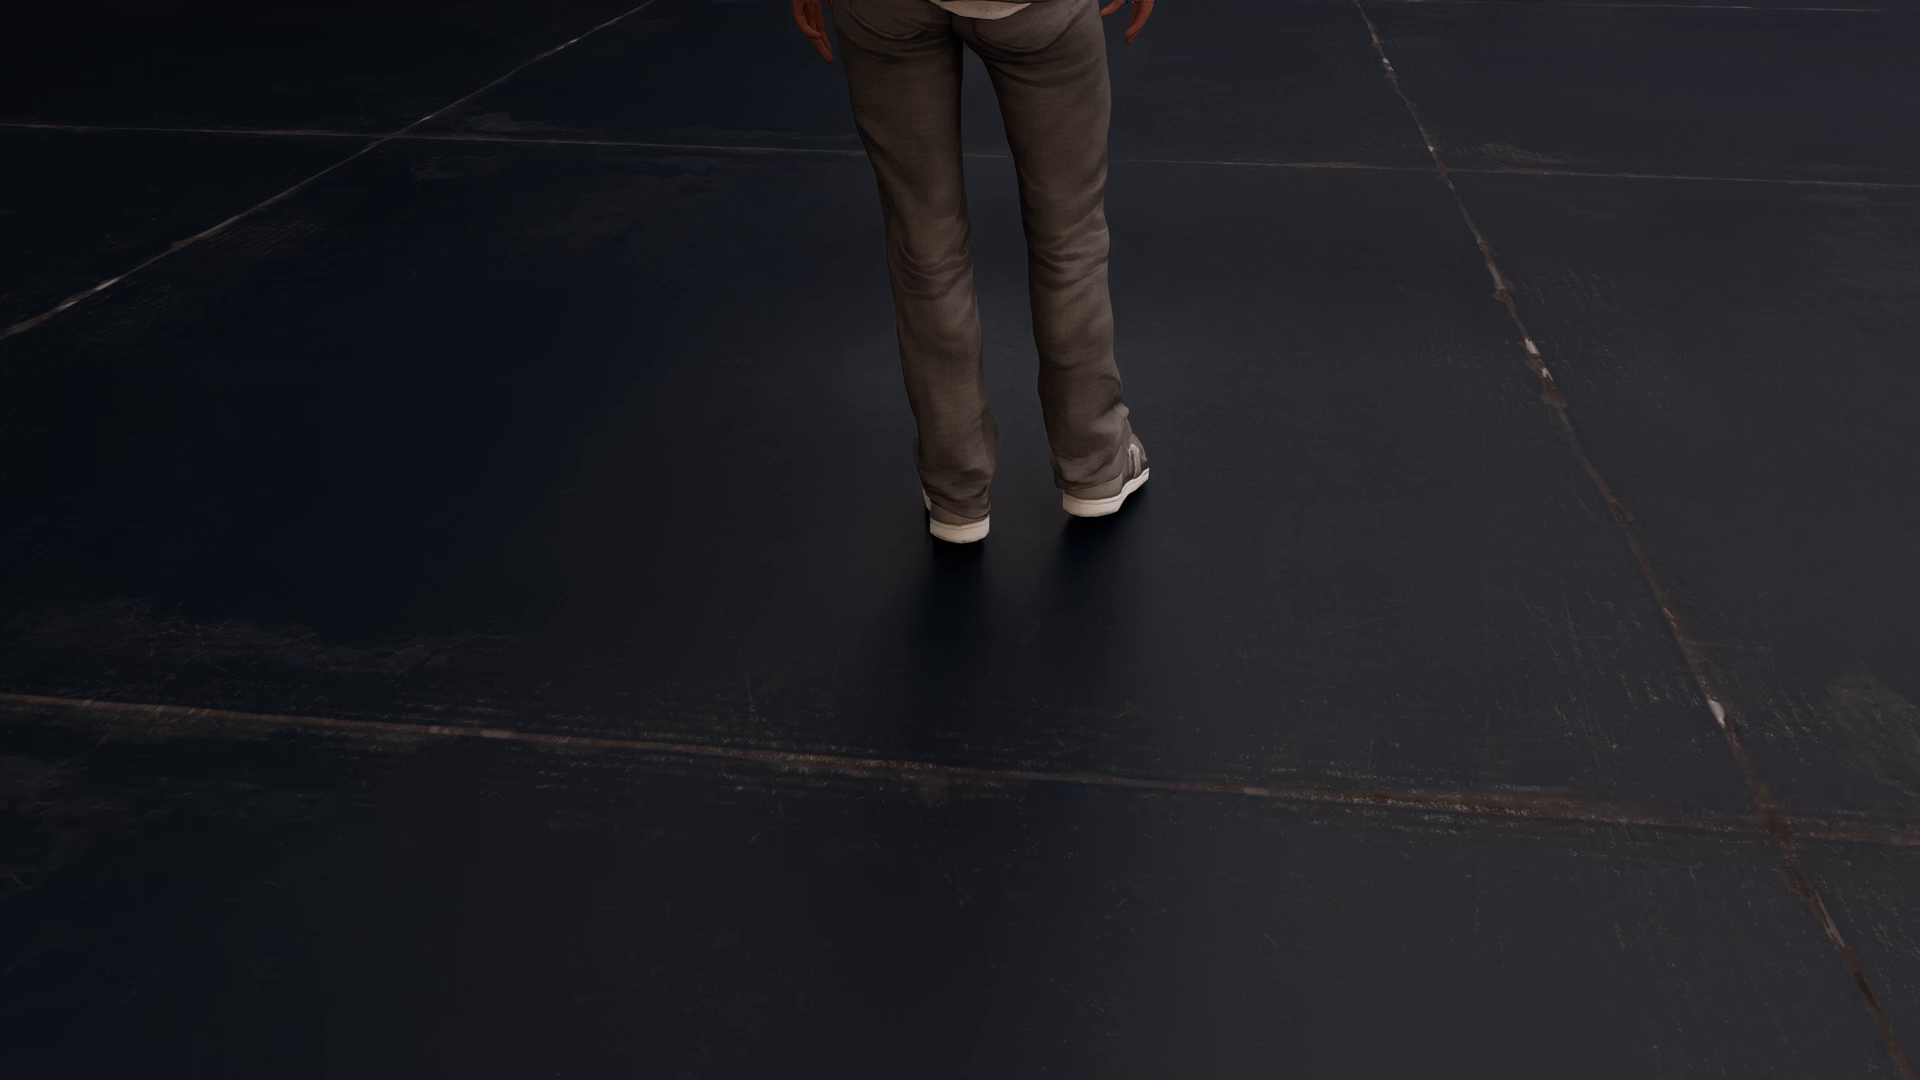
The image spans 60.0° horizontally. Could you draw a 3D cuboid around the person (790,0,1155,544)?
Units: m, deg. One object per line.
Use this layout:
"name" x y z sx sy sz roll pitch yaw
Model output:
"person" 0.024 -0.754 2.205 0.520 1.599 0.473 3 27 7
